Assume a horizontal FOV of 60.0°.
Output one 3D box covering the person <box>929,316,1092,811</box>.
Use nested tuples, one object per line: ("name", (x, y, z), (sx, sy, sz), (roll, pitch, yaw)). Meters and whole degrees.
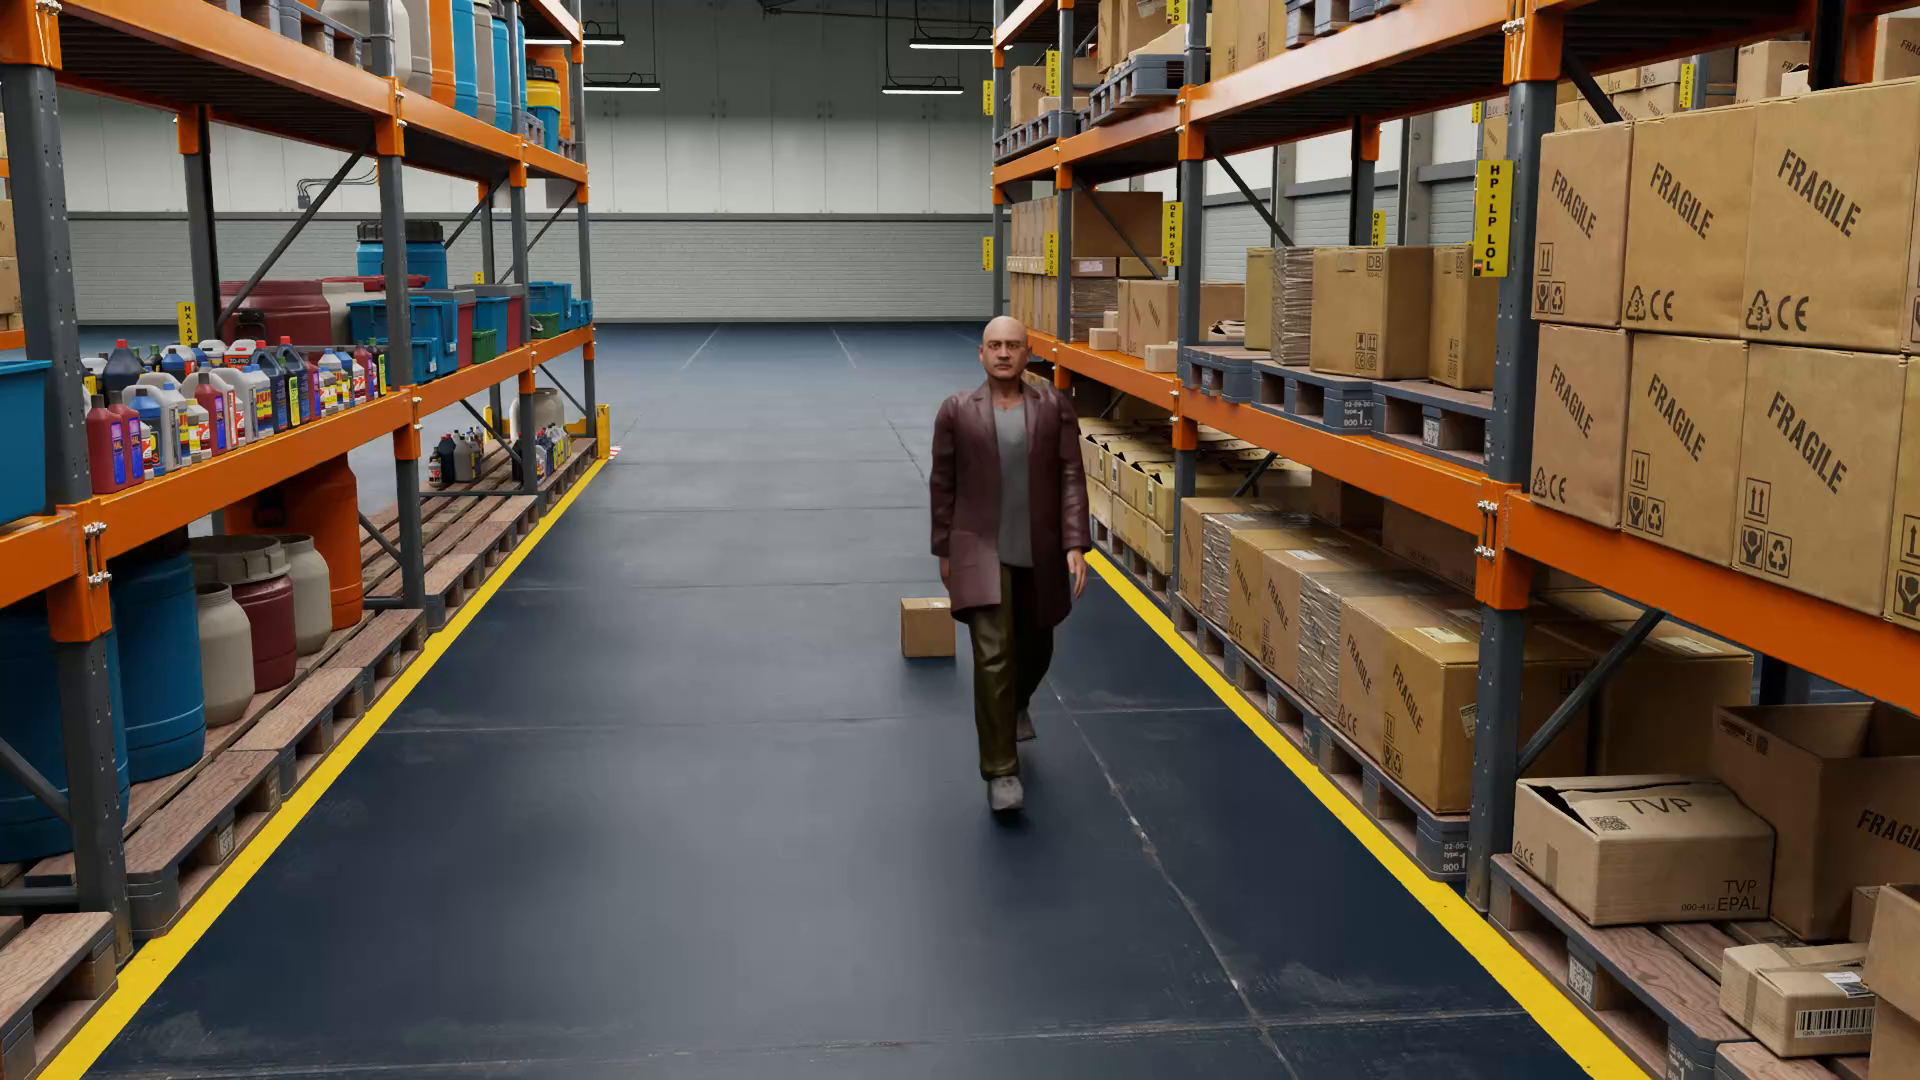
("person", (0.181, 0.043, 6.165), (0.565, 1.733, 1.095), (-2, 10, -9))
